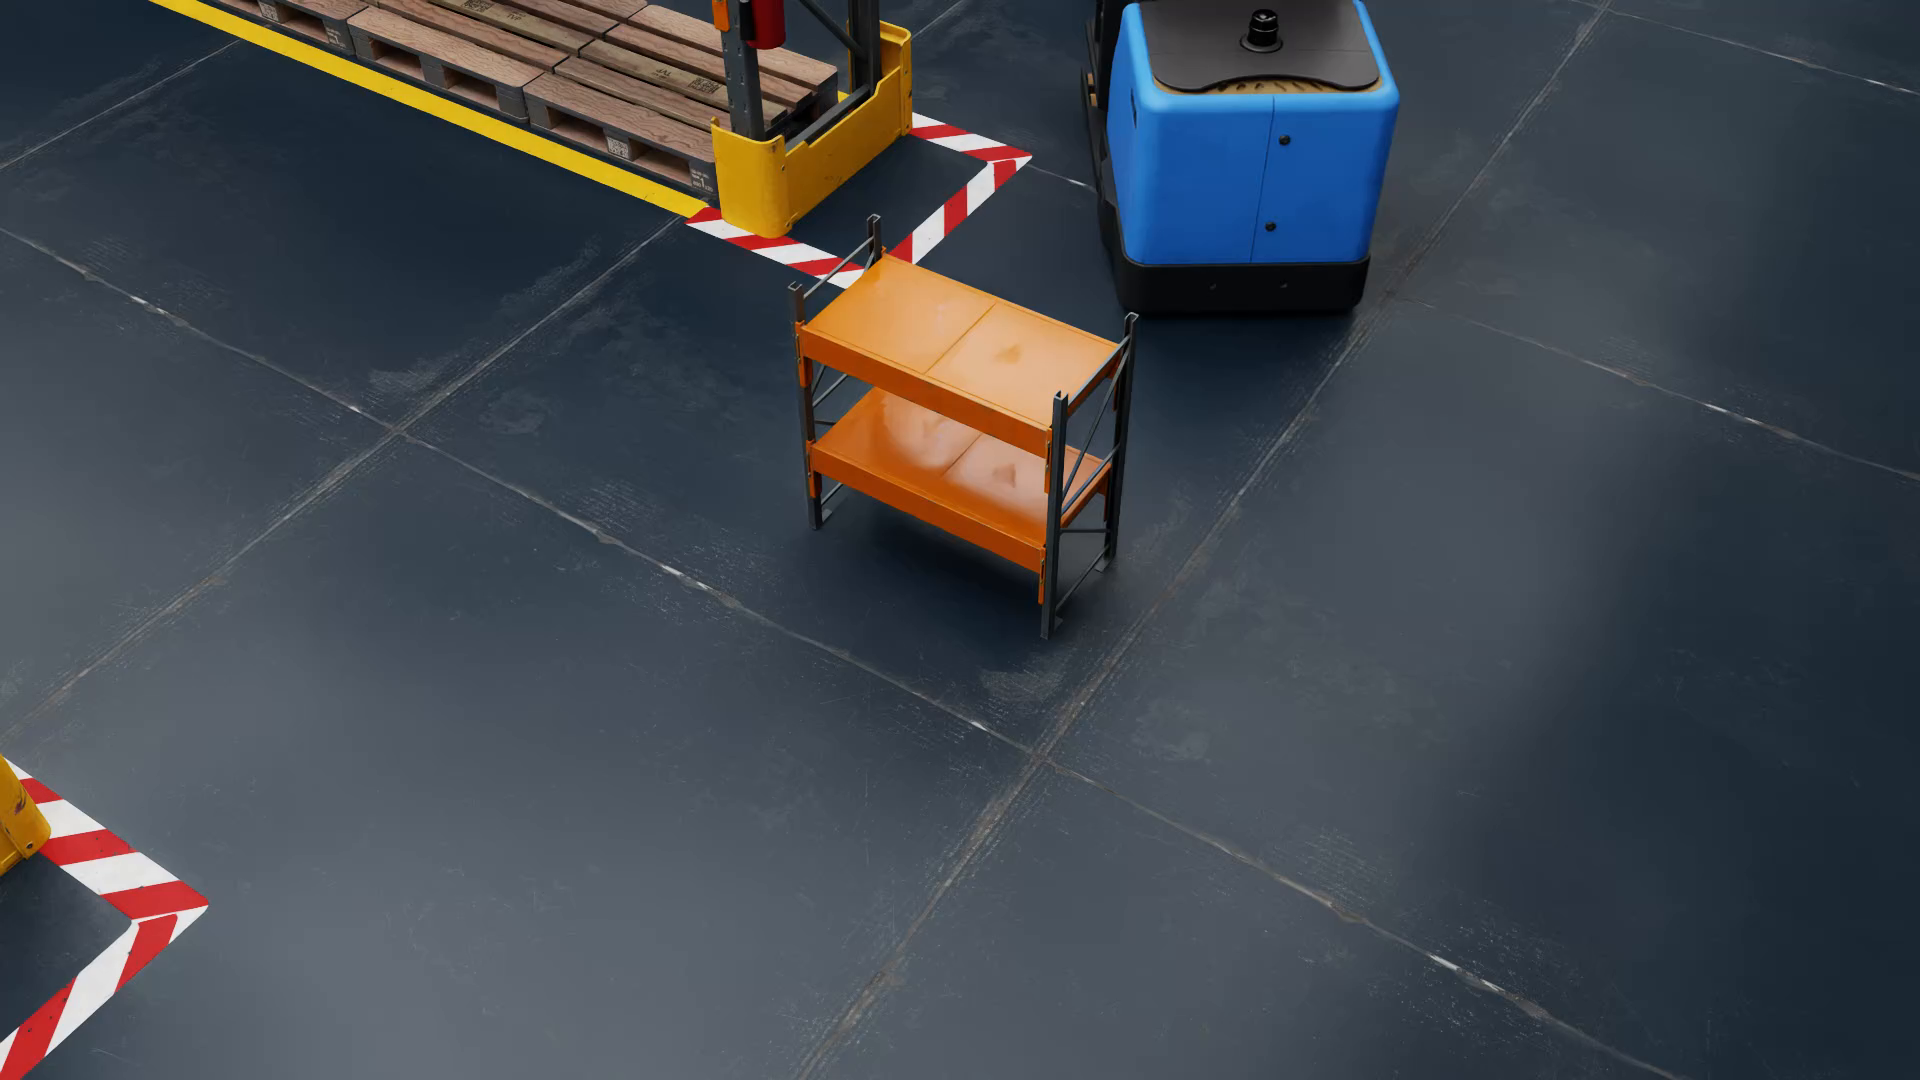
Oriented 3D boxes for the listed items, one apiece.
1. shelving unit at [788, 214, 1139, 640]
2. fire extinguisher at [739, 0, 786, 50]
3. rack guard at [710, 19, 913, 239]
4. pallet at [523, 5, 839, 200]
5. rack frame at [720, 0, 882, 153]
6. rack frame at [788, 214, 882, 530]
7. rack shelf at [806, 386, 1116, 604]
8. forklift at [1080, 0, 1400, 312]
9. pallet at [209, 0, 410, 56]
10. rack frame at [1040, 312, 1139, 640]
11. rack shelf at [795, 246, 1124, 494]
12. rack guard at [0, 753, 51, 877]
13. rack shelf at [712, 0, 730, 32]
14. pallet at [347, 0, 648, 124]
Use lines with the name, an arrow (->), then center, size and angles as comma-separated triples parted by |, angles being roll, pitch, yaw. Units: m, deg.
shelving unit -> 0.006, -0.389, 5.844 | 1.048, 1.125, 0.538 | 25, 51, 22
fire extinguisher -> -0.814, -2.332, 6.738 | 0.183, 0.674, 0.296 | 25, 51, 22
rack guard -> -0.669, -1.949, 7.795 | 0.348, 0.500, 1.175 | 25, 51, 22
pallet -> -1.369, -2.192, 8.233 | 1.213, 0.211, 1.003 | 25, 51, 22
rack frame -> -0.696, -2.821, 6.900 | 0.127, 3.000, 1.000 | 25, 51, 22
rack frame -> -0.422, -0.586, 6.035 | 0.032, 1.125, 0.500 | 25, 51, 22
rack shelf -> 0.006, -0.219, 6.019 | 1.000, 0.278, 0.538 | 25, 51, 22
forklift -> 1.176, -3.034, 7.155 | 1.130, 2.935, 3.031 | -1, 46, -1
pallet -> -3.423, -3.137, 9.151 | 1.213, 0.211, 1.003 | 25, 51, 22
rack frame -> 0.434, -0.193, 5.653 | 0.032, 1.125, 0.500 | 25, 51, 22
rack shelf -> 0.006, -0.593, 5.634 | 1.000, 0.278, 0.538 | 25, 51, 22
rack guard -> -3.349, 1.049, 4.882 | 0.348, 0.500, 1.175 | 25, 51, 22
rack shelf -> -2.379, -3.345, 7.910 | 4.000, 0.370, 1.077 | 25, 51, 22
pallet -> -2.392, -2.665, 8.693 | 1.213, 0.211, 1.003 | 25, 51, 22
